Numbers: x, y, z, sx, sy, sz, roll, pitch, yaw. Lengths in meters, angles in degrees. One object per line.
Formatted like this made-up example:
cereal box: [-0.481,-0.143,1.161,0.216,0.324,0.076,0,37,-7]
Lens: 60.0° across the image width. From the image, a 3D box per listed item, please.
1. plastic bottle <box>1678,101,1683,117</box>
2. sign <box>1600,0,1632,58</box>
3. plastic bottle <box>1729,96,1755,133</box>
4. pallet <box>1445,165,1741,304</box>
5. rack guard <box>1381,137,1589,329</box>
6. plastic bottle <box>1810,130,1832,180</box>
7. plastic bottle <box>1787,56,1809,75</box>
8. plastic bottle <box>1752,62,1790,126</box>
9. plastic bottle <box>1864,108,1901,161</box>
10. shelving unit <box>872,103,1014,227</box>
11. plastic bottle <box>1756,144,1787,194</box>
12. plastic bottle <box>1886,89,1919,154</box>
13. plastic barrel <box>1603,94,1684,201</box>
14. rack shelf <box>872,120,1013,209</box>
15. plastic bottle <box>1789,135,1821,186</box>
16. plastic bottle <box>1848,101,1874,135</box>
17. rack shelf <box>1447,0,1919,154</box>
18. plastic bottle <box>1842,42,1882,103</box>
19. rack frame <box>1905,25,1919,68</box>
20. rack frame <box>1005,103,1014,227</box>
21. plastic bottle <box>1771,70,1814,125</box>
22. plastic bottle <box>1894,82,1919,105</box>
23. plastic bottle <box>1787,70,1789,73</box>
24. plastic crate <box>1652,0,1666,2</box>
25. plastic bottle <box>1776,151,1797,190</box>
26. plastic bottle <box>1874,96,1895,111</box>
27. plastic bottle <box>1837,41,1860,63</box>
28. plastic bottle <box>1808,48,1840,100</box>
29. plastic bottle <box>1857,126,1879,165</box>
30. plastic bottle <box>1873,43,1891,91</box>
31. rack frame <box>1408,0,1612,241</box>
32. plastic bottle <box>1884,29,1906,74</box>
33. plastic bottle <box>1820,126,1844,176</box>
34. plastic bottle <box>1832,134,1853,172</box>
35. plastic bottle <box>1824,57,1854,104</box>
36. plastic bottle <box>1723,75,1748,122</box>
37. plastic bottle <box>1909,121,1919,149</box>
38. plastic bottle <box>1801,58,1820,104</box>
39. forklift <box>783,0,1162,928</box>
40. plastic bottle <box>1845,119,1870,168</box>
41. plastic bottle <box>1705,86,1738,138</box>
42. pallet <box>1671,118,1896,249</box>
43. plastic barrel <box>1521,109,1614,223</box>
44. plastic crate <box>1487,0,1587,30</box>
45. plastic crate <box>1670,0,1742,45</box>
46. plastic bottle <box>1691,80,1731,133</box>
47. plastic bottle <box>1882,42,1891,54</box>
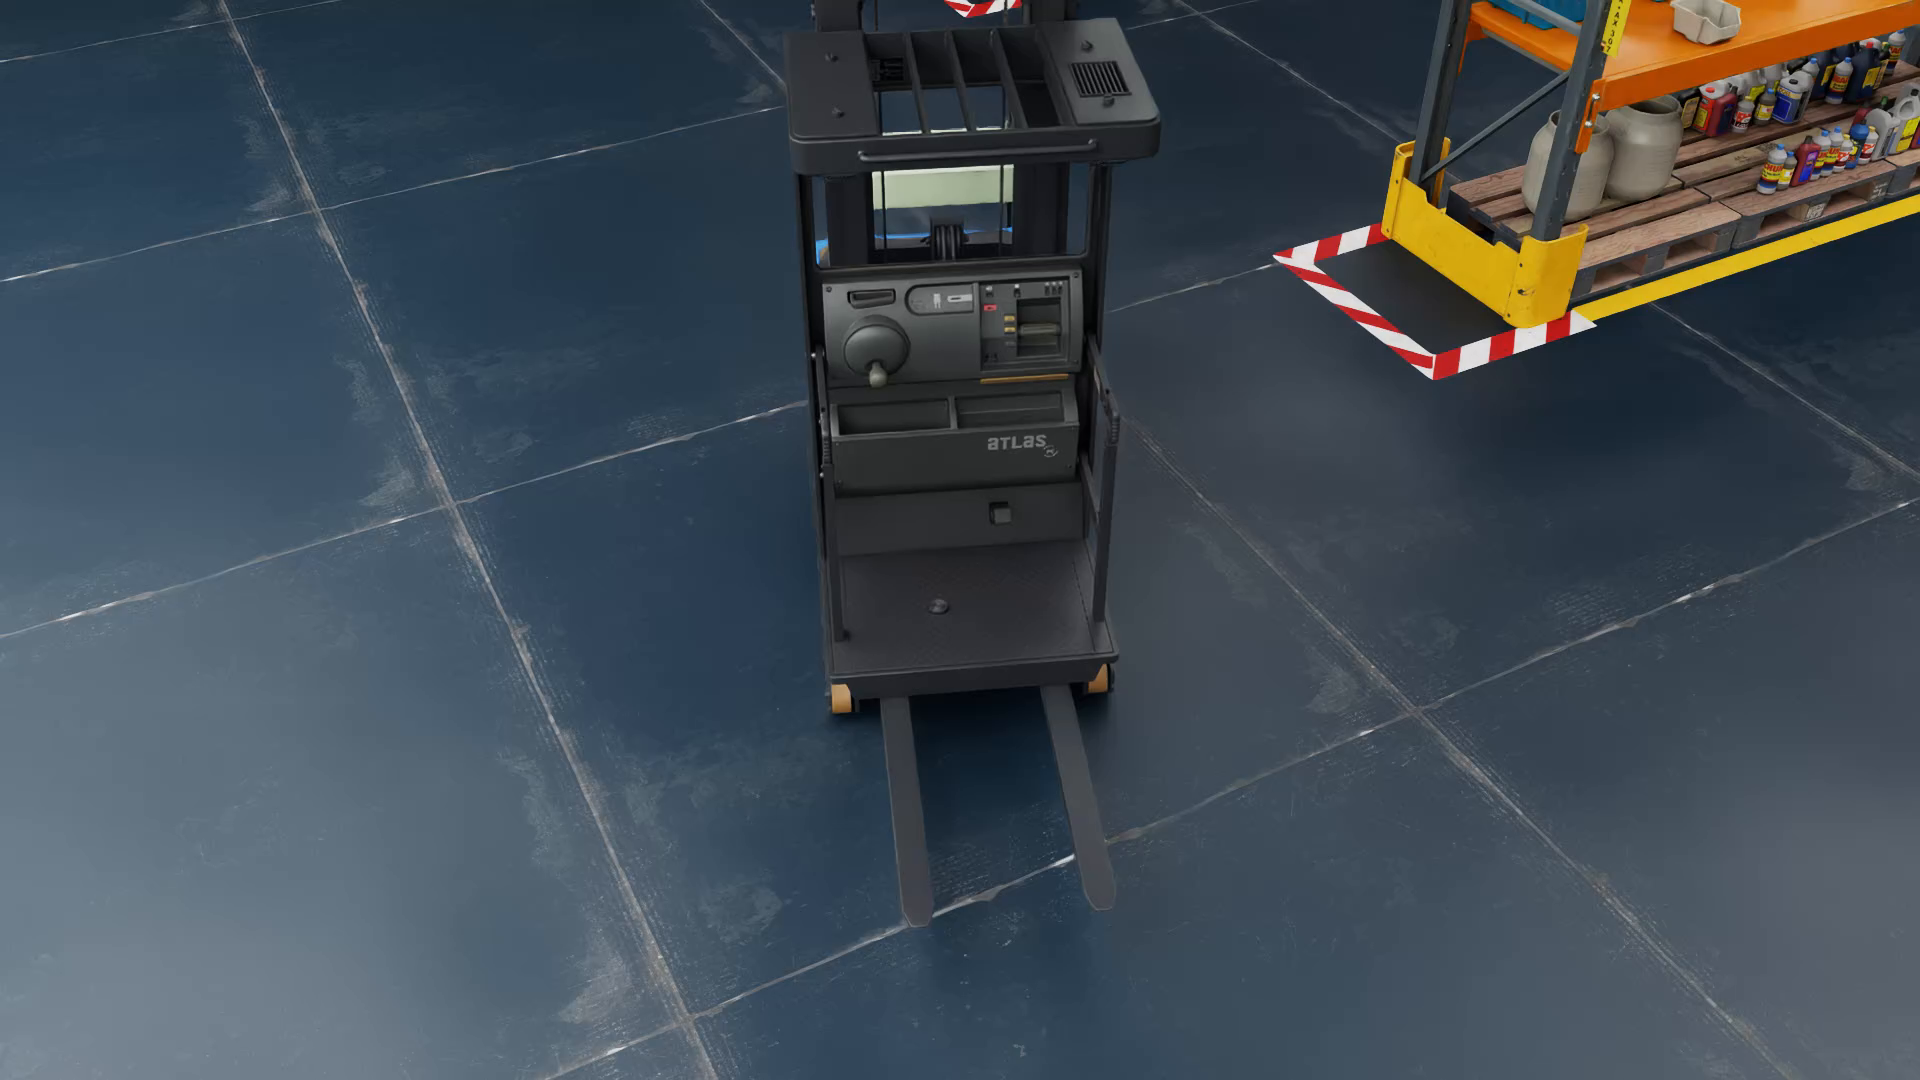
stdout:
plastic bottle: [4.130,-2.450,9.648,0.097,0.201,0.097,0,40,0]
sign: [2.954,-2.340,7.478,0.005,0.325,0.100,-19,44,-21]
plastic bottle: [4.564,-2.485,9.689,0.097,0.201,0.097,0,40,0]
pallet: [3.473,-1.775,9.184,1.213,0.211,1.003,-19,44,-21]
rack guard: [2.750,-1.646,8.808,0.348,0.500,1.175,-19,44,-21]
plastic bottle: [4.760,-2.142,9.230,0.097,0.271,0.097,0,40,0]
plastic bottle: [5.011,-2.791,9.987,0.133,0.283,0.061,-17,43,-19]
plastic bottle: [4.779,-2.673,9.796,0.284,0.351,0.242,-19,44,-21]
plastic bottle: [5.211,-2.316,9.431,0.135,0.276,0.152,-18,43,-20]
shelving unit: [-0.120,-1.277,7.596,0.755,1.500,0.431,-4,40,-5]
plastic bottle: [4.456,-2.040,9.109,0.097,0.271,0.097,0,40,0]
plastic bottle: [5.357,-2.390,9.462,0.185,0.351,0.144,-19,44,-21]
plastic barrel: [3.697,-2.151,9.070,0.421,0.512,0.421,0,40,0]
rack shelf: [-0.120,-1.576,7.345,0.720,0.370,0.431,-4,40,-5]
plastic bottle: [4.665,-2.101,9.173,0.133,0.283,0.061,-18,43,-20]
plastic bottle: [5.161,-2.379,9.501,0.133,0.283,0.061,-19,44,-21]
rack shelf: [4.478,-2.873,8.879,4.000,0.370,1.077,-19,44,-21]
plastic bottle: [5.411,-2.816,9.964,0.185,0.351,0.144,-19,44,-21]
rack frame: [6.252,-3.744,9.352,0.127,3.000,1.000,-19,44,-21]
rack frame: [0.244,-1.303,7.627,0.023,1.500,0.400,-4,40,-5]
plastic bottle: [4.890,-2.609,9.778,0.135,0.276,0.152,-19,44,-21]
plastic bottle: [5.553,-2.536,9.691,0.135,0.276,0.152,-19,44,-21]
plastic bottle: [4.915,-2.714,9.960,0.097,0.201,0.097,0,40,0]
plastic crate: [3.588,-3.005,8.594,0.408,0.251,0.499,-19,44,-21]
plastic bottle: [4.548,-2.044,9.168,0.097,0.201,0.097,0,40,0]
plastic bottle: [5.287,-2.416,9.544,0.133,0.283,0.061,-19,44,-21]
plastic bottle: [5.344,-2.898,10.062,0.185,0.351,0.144,-17,43,-20]
plastic bottle: [5.177,-2.842,9.995,0.185,0.351,0.144,-20,44,-22]
plastic bottle: [5.119,-2.236,9.395,0.097,0.201,0.097,0,40,0]
plastic bottle: [5.542,-2.859,10.067,0.133,0.283,0.061,-19,44,-21]
rack frame: [2.704,-2.551,7.942,0.127,3.000,1.000,-19,44,-21]
plastic bottle: [5.767,-3.027,10.276,0.097,0.271,0.097,0,40,0]
plastic bottle: [4.849,-2.172,9.265,0.097,0.271,0.097,0,40,0]
plastic bottle: [4.937,-2.175,9.323,0.097,0.201,0.097,0,40,0]
plastic bottle: [5.271,-2.755,9.955,0.097,0.271,0.097,0,40,0]
plastic bottle: [4.490,-2.579,9.743,0.135,0.276,0.152,-20,44,-22]
plastic bottle: [5.518,-2.388,9.512,0.133,0.283,0.061,-16,43,-18]
plastic bottle: [5.063,-2.746,9.944,0.097,0.271,0.097,0,40,0]
forklift: [0.004,-0.683,5.788,1.130,2.935,3.031,-4,40,-5]
plastic bottle: [5.028,-2.232,9.337,0.097,0.271,0.097,0,40,0]
plastic bottle: [4.416,-2.480,9.620,0.133,0.283,0.061,-19,44,-21]
pallet: [4.553,-2.137,9.611,1.213,0.211,1.003,-19,44,-21]
plastic barrel: [3.252,-2.002,8.894,0.421,0.512,0.421,0,40,0]
plastic crate: [3.010,-2.815,8.369,0.616,0.251,0.499,-19,44,-21]
plastic crate: [3.646,-2.533,8.125,0.250,0.136,0.298,-19,44,-21]
plastic bottle: [4.367,-2.538,9.694,0.135,0.276,0.152,-18,44,-20]
plastic bottle: [5.676,-2.970,10.262,0.097,0.201,0.097,0,40,0]
